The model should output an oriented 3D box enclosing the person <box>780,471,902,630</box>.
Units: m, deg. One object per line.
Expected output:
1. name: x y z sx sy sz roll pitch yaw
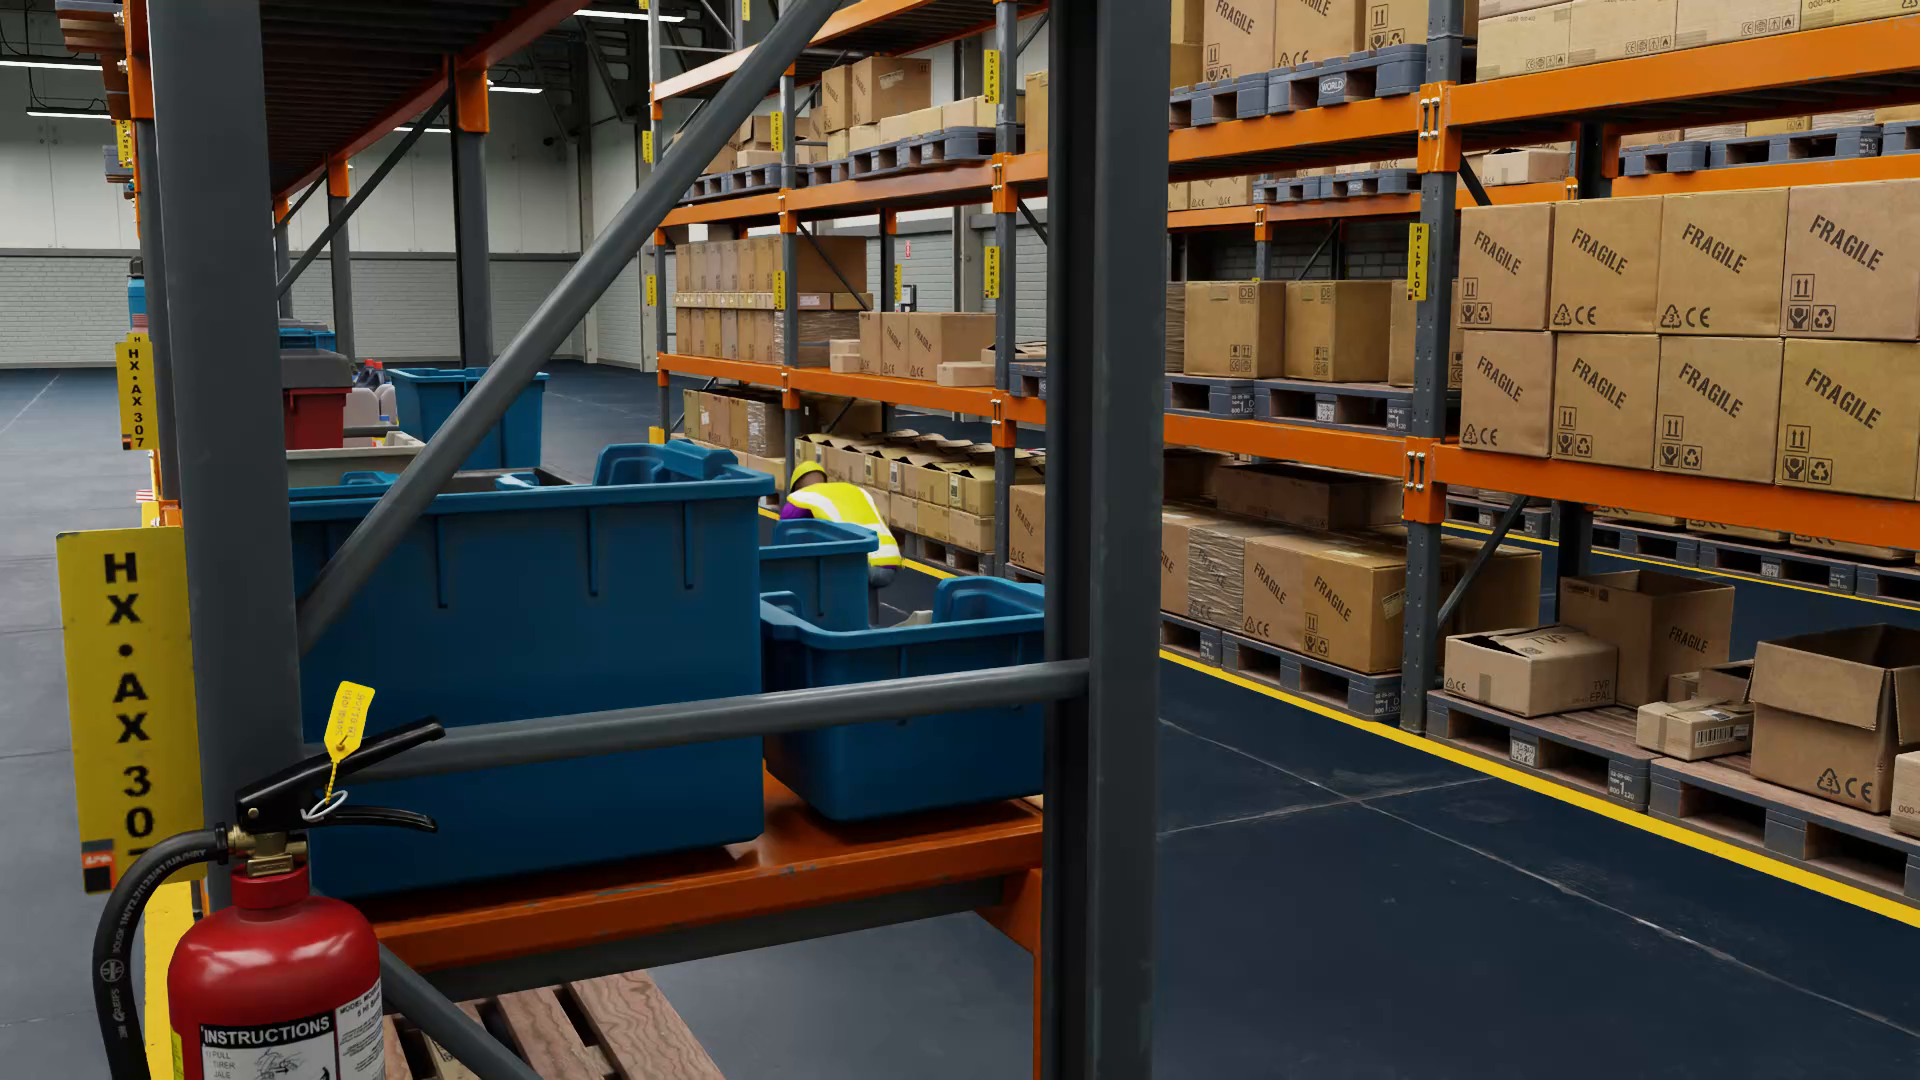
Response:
1. person: -0.697 0.108 9.213 0.583 0.985 0.891 -4 9 -26
